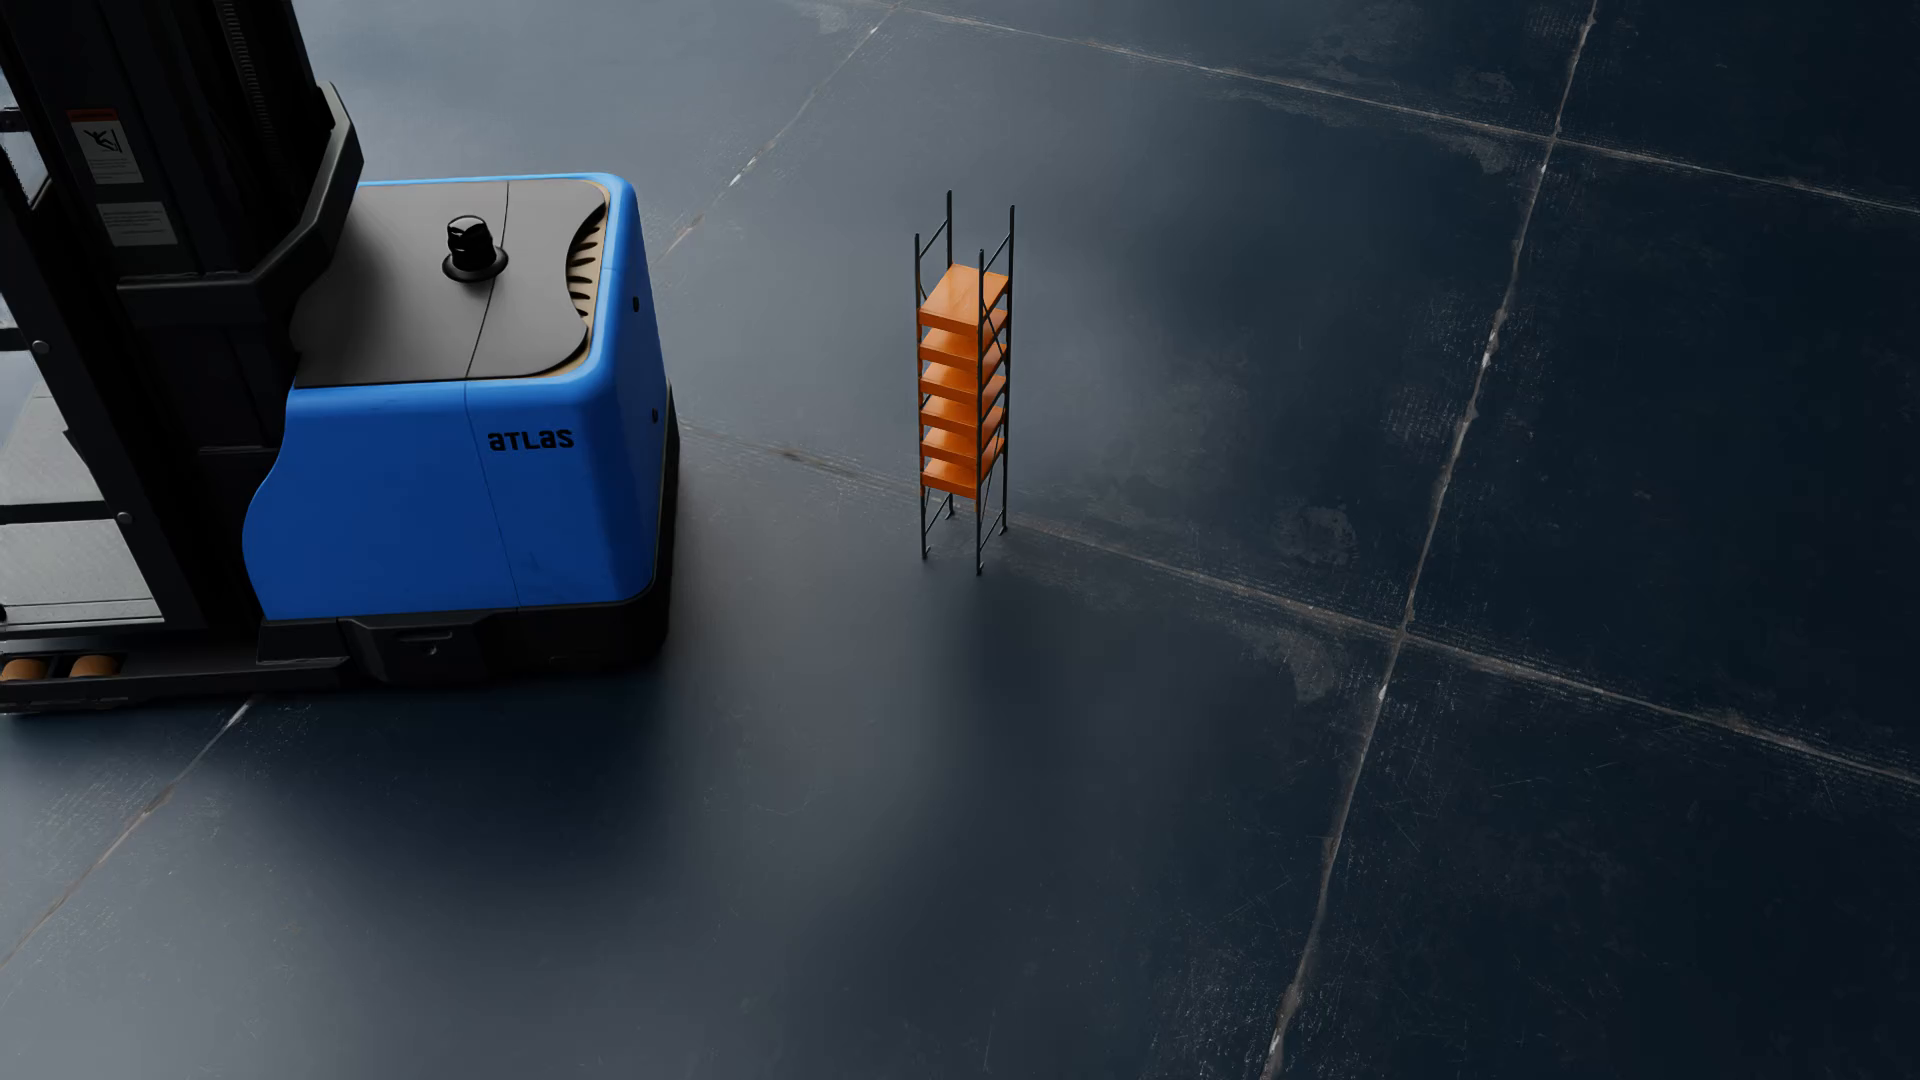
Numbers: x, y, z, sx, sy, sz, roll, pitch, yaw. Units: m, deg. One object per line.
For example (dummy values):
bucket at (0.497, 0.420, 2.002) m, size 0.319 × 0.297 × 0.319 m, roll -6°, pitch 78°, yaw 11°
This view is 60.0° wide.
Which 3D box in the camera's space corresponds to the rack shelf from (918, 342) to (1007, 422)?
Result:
rack shelf at (0.013, -0.475, 4.770) m, size 0.180 × 0.103 × 0.258 m, roll 16°, pitch 47°, yaw 16°

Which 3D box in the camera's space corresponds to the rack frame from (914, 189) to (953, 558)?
rack frame at (-0.071, -0.446, 4.848) m, size 0.006 × 1.200 × 0.240 m, roll 16°, pitch 47°, yaw 16°

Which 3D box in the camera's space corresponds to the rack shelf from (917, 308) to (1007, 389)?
rack shelf at (0.013, -0.560, 4.685) m, size 0.180 × 0.103 × 0.258 m, roll 16°, pitch 47°, yaw 16°

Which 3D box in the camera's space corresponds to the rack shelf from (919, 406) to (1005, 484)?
rack shelf at (0.013, -0.305, 4.939) m, size 0.180 × 0.103 × 0.258 m, roll 16°, pitch 47°, yaw 16°

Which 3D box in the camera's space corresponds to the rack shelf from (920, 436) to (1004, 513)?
rack shelf at (0.013, -0.220, 5.023) m, size 0.180 × 0.103 × 0.258 m, roll 16°, pitch 47°, yaw 16°

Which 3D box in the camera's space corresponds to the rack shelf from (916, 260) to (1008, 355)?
rack shelf at (0.013, -0.645, 4.600) m, size 0.180 × 0.103 × 0.258 m, roll 16°, pitch 47°, yaw 16°

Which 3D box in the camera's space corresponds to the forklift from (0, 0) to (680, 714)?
forklift at (-2.401, -0.932, 4.109) m, size 3.031 × 2.935 × 1.130 m, roll -3°, pitch 45°, yaw -3°

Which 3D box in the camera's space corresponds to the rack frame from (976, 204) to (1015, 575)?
rack frame at (0.098, -0.397, 4.798) m, size 0.006 × 1.200 × 0.240 m, roll 16°, pitch 47°, yaw 16°

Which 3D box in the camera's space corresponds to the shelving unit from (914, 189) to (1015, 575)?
shelving unit at (0.013, -0.421, 4.823) m, size 0.189 × 1.200 × 0.258 m, roll 16°, pitch 47°, yaw 16°

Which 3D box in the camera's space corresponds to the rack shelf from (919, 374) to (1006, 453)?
rack shelf at (0.013, -0.390, 4.854) m, size 0.180 × 0.103 × 0.258 m, roll 16°, pitch 47°, yaw 16°
